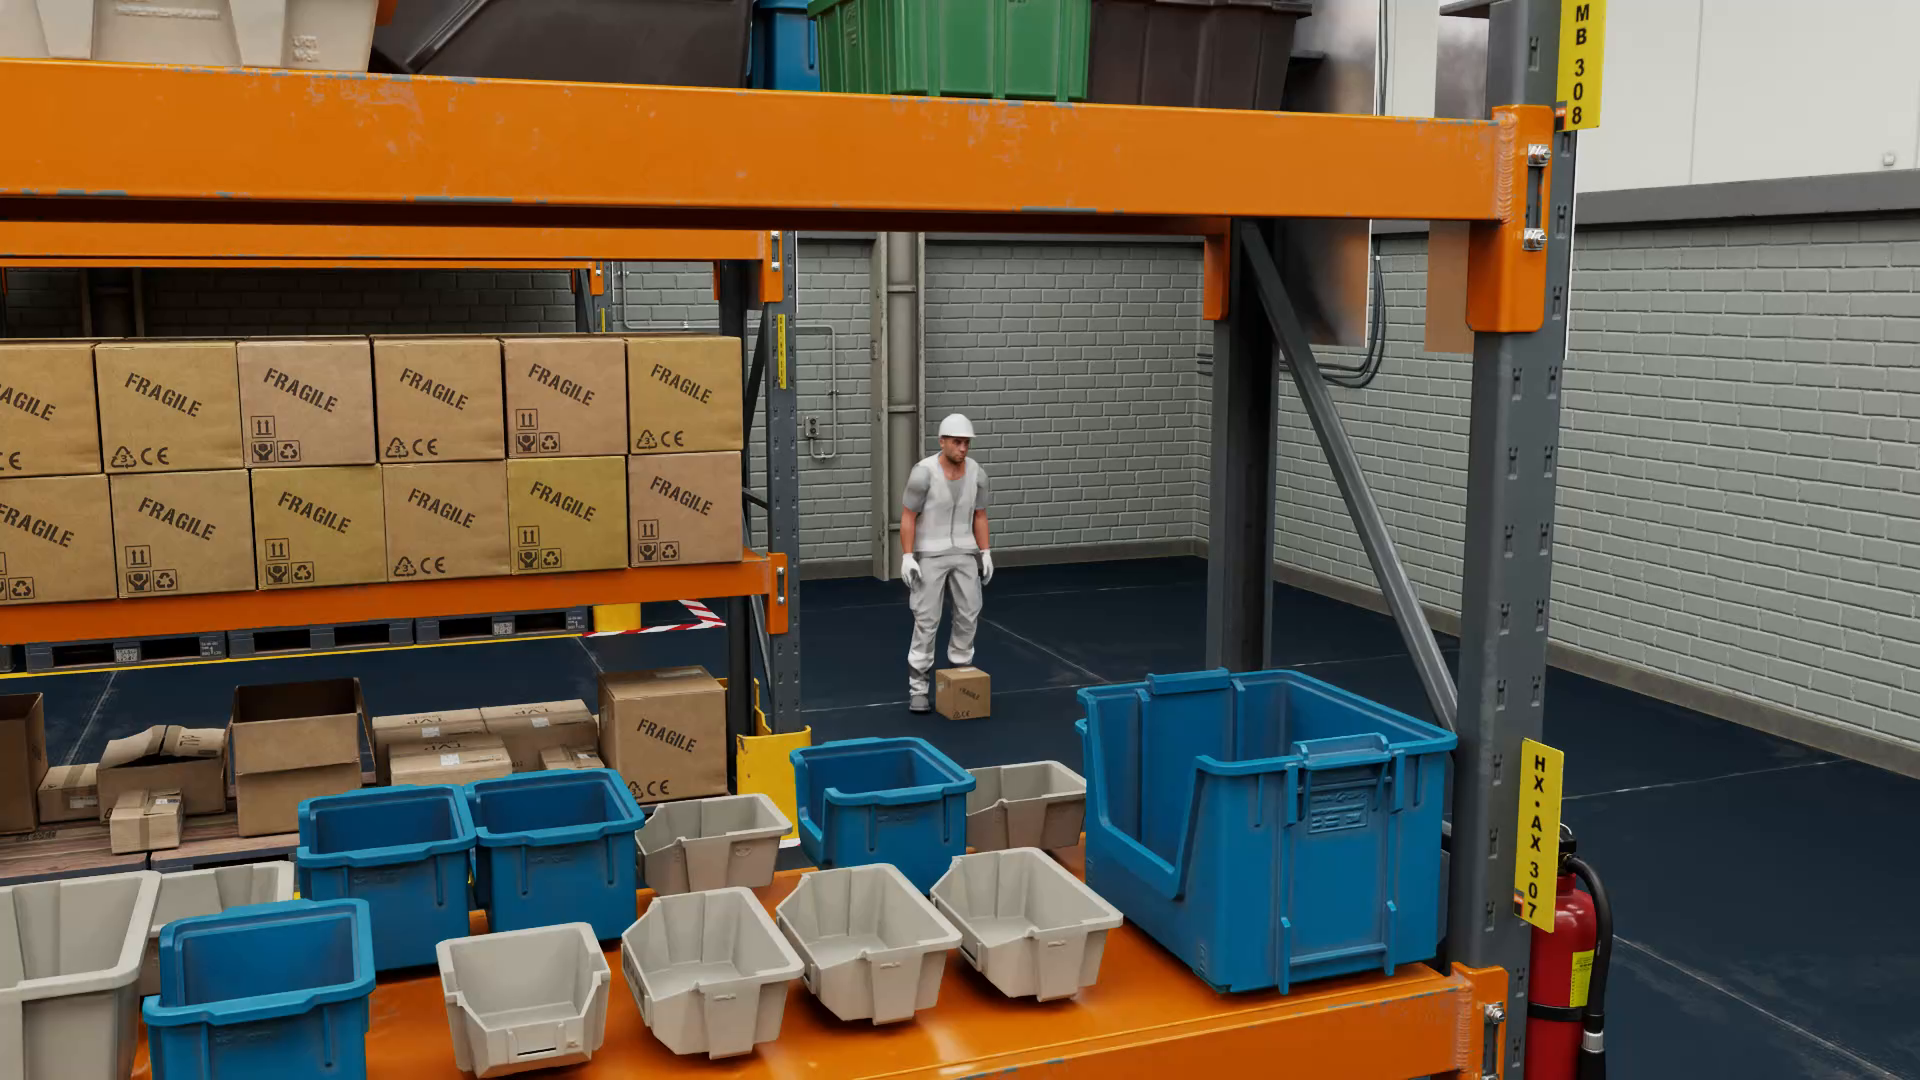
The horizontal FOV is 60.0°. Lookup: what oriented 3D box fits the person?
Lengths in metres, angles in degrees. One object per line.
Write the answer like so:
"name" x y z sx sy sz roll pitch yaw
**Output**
"person" -0.072 0.127 9.990 0.609 1.777 0.453 -4 10 -24
